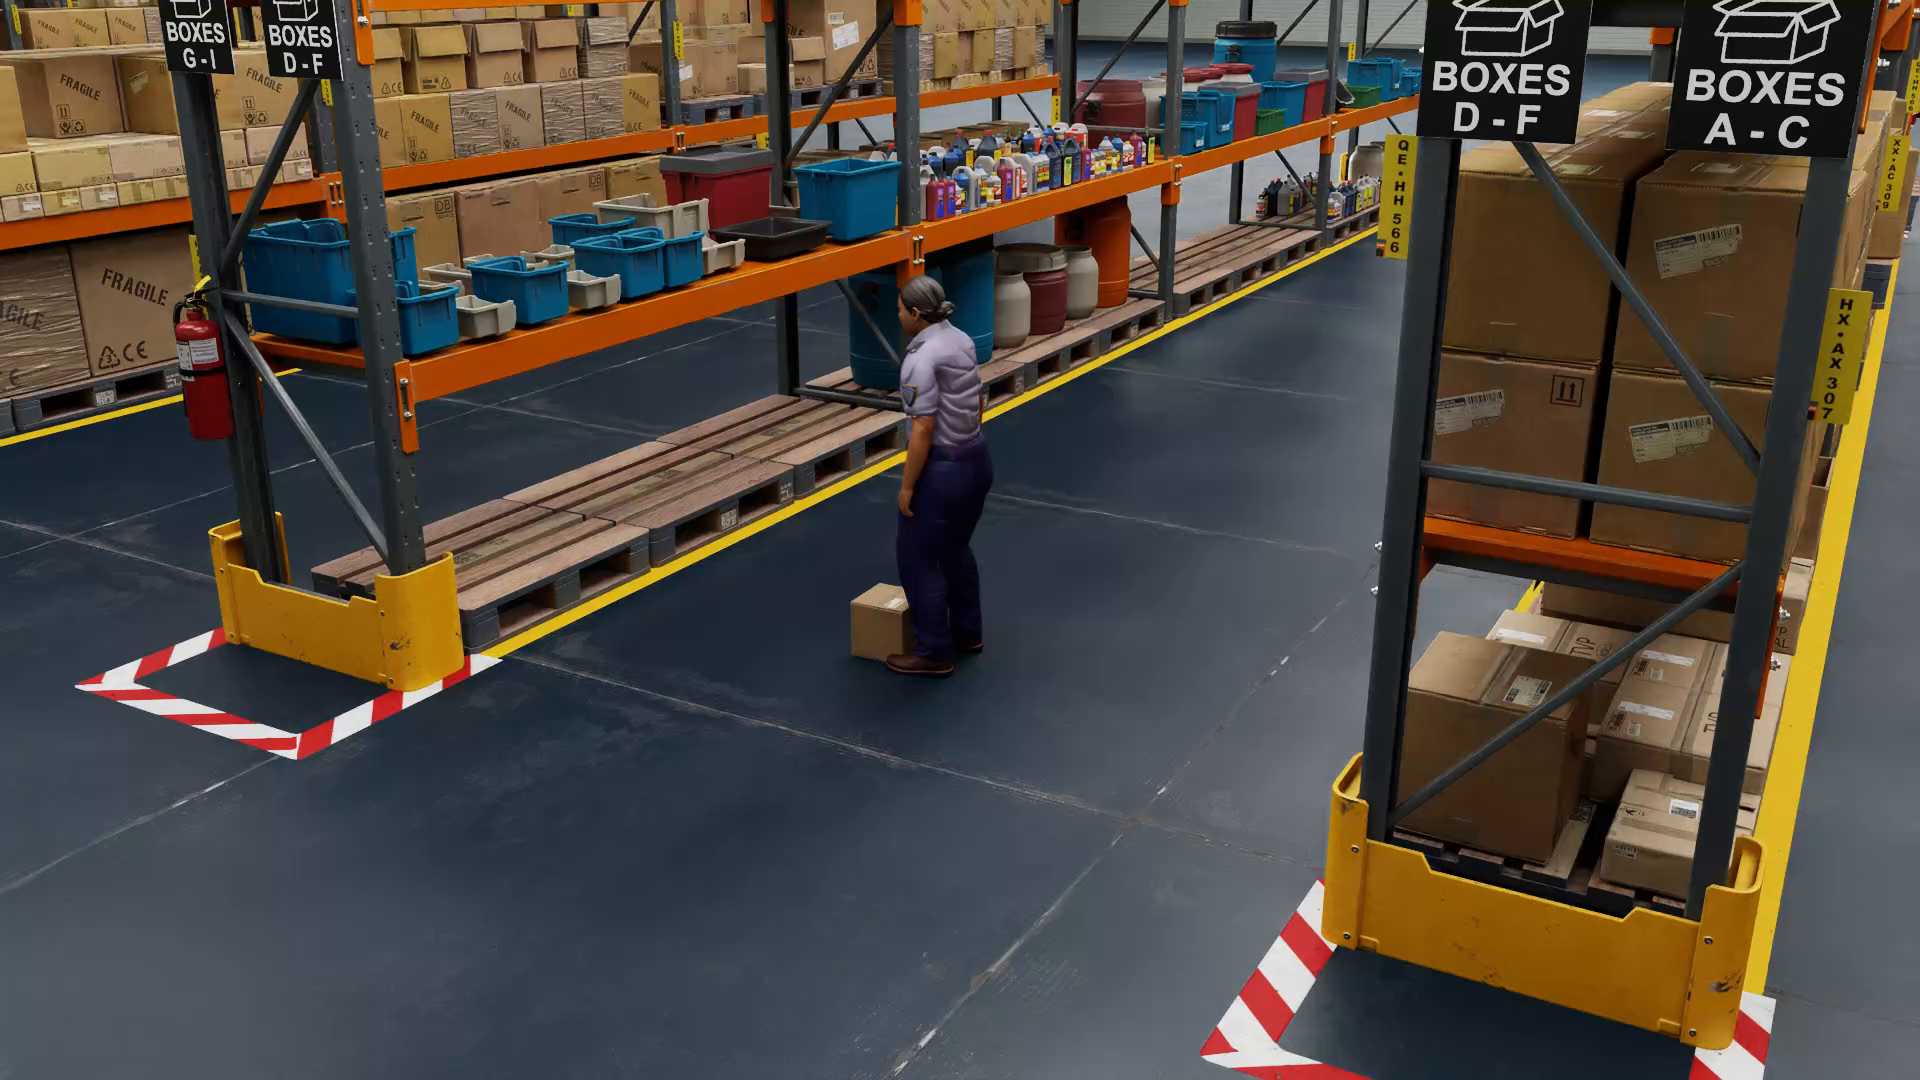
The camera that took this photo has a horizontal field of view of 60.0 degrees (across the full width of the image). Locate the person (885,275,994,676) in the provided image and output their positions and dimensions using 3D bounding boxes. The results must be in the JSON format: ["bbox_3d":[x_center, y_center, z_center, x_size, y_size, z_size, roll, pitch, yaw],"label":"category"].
[{"bbox_3d":[-0.080,-0.259,6.829,0.373,1.638,0.537,10,22,27],"label":"person"}]
